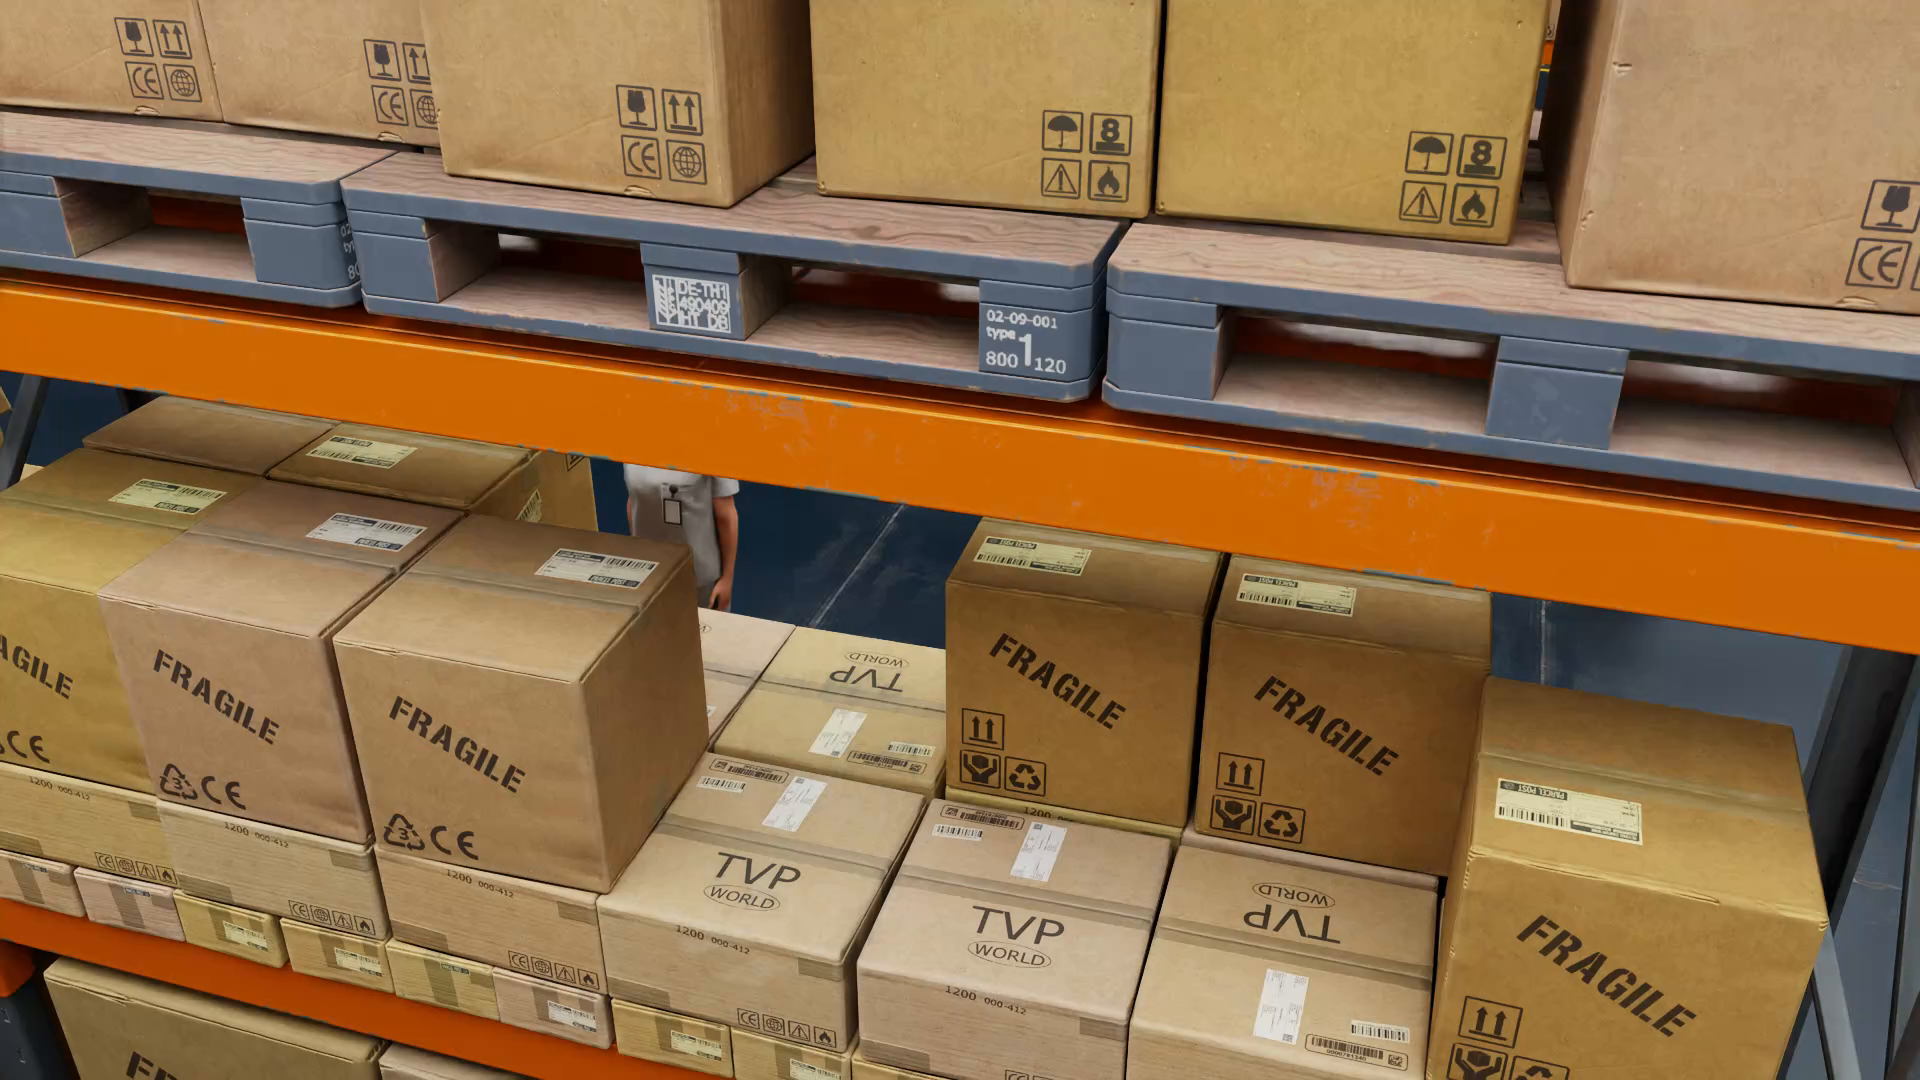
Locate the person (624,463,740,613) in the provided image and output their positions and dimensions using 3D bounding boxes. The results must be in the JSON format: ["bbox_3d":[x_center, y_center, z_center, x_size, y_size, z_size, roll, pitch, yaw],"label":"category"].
[{"bbox_3d":[-0.980,0.108,5.949,0.437,1.672,0.372,9,31,16],"label":"person"}]
